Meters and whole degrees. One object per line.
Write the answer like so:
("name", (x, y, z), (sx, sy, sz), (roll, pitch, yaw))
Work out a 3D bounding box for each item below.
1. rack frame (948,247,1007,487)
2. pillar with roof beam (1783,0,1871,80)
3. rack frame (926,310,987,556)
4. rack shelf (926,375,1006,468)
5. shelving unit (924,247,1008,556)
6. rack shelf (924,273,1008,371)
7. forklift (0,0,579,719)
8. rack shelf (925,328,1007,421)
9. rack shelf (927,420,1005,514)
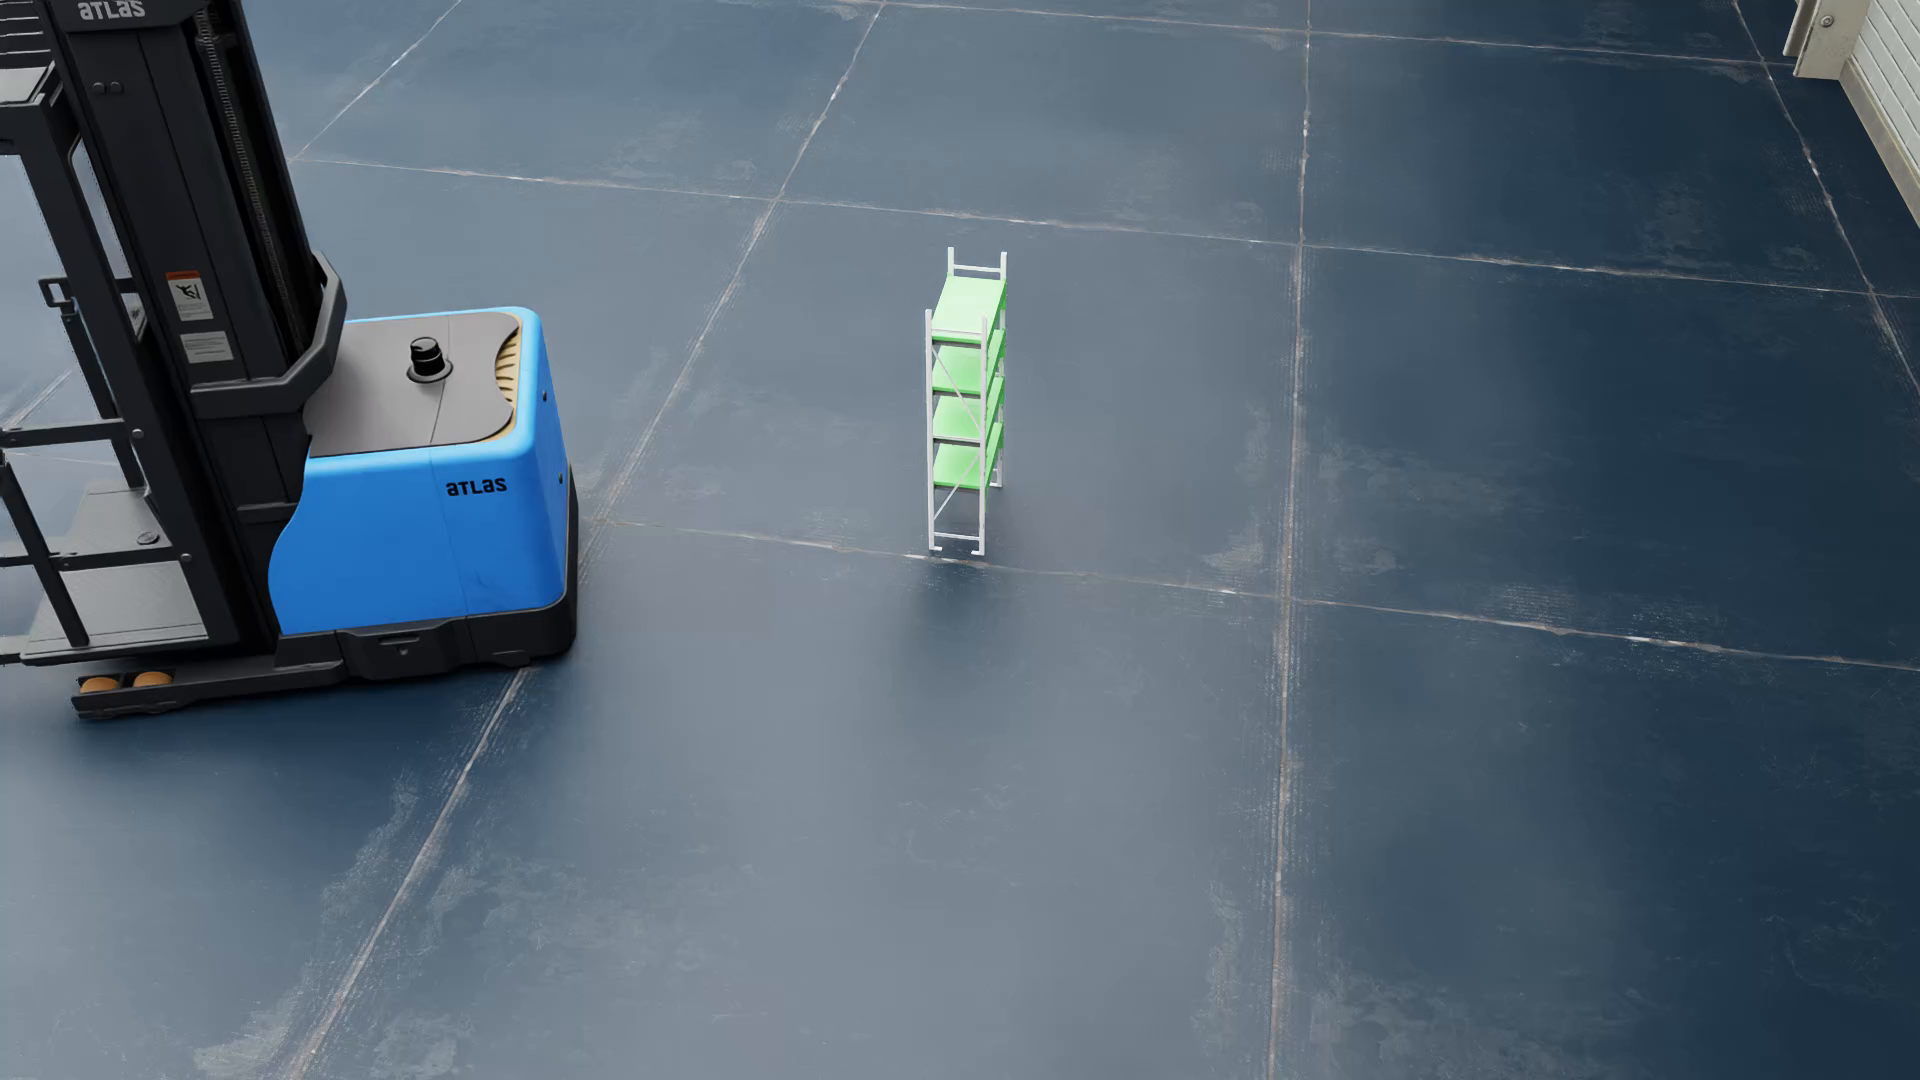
("rack frame", (0.071, -0.719, 7.179), (0.240, 1.200, 0.015), (6, 40, 8))
("pillar with roof beam", (1.436, -7.098, 8.773), (9.100, 9.000, 0.400), (6, 40, 8))
("rack frame", (-0.014, -0.413, 6.808), (0.240, 1.200, 0.015), (6, 40, 8))
("rack shelf", (0.029, -0.517, 7.034), (0.258, 0.148, 0.480), (6, 40, 8))
("shelving unit", (0.029, -0.566, 6.993), (0.258, 1.200, 0.503), (6, 40, 8))
("rack shelf", (0.029, -0.887, 6.728), (0.258, 0.148, 0.480), (6, 40, 8))
("forklift", (-3.105, -0.802, 5.920), (3.031, 2.935, 1.130), (-6, 40, -7))
("rack shelf", (0.029, -0.702, 6.881), (0.258, 0.148, 0.480), (6, 40, 8))
("rack shelf", (0.029, -0.332, 7.187), (0.258, 0.148, 0.480), (6, 40, 8))
